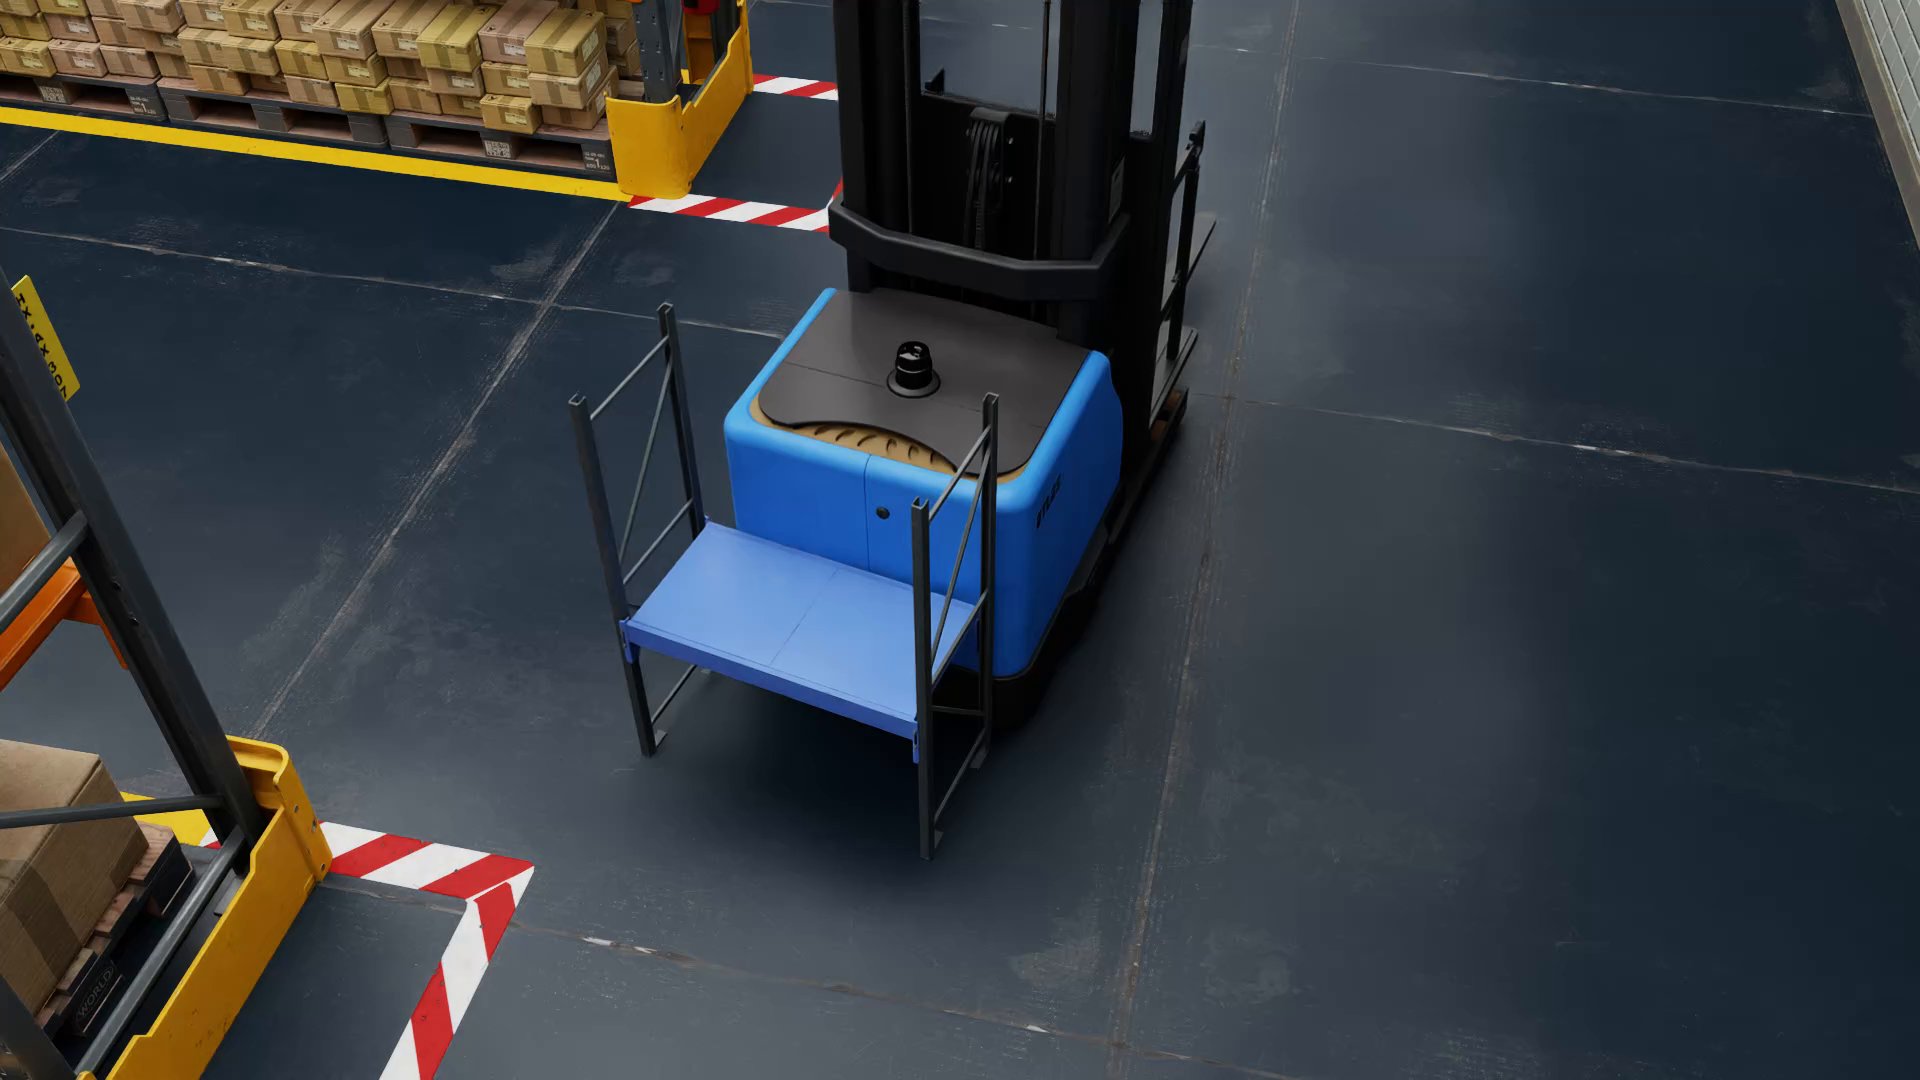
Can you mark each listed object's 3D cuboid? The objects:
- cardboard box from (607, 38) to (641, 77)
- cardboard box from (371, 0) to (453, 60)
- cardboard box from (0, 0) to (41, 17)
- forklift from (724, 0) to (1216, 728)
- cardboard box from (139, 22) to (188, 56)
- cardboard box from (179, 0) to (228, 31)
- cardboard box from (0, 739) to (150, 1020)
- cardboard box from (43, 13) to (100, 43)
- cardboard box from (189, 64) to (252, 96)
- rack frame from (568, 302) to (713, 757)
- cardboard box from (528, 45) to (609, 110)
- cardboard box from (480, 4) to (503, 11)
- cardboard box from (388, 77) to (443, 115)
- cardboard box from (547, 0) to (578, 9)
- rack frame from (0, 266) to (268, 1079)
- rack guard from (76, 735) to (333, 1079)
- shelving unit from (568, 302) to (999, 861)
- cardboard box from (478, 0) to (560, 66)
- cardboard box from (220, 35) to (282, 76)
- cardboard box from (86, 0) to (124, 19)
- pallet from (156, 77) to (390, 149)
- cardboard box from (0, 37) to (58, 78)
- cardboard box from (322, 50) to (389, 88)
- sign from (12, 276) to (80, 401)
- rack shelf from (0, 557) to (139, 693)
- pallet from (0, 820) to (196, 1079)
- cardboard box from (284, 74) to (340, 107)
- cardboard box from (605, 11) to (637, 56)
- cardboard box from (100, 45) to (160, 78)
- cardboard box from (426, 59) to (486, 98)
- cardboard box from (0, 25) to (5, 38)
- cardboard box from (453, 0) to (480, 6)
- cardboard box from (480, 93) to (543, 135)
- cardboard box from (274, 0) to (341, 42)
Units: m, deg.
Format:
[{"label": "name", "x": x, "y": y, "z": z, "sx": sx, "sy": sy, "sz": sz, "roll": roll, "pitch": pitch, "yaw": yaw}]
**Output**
[{"label": "cardboard box", "x": -1.729, "y": -2.525, "z": 8.464, "sx": 0.250, "sy": 0.149, "sz": 0.380, "roll": 10, "pitch": 45, "yaw": 10}, {"label": "cardboard box", "x": -2.611, "y": -2.465, "z": 7.971, "sx": 0.250, "sy": 0.149, "sz": 0.380, "roll": 7, "pitch": 44, "yaw": 7}, {"label": "cardboard box", "x": -4.644, "y": -2.775, "z": 8.294, "sx": 0.250, "sy": 0.149, "sz": 0.380, "roll": 11, "pitch": 45, "yaw": 11}, {"label": "forklift", "x": 0.271, "y": -1.470, "z": 5.664, "sx": 1.130, "sy": 2.935, "sz": 3.031, "roll": 15, "pitch": 46, "yaw": 15}, {"label": "cardboard box", "x": -3.869, "y": -2.580, "z": 8.306, "sx": 0.250, "sy": 0.149, "sz": 0.380, "roll": 11, "pitch": 45, "yaw": 11}, {"label": "cardboard box", "x": -3.612, "y": -2.667, "z": 8.182, "sx": 0.250, "sy": 0.149, "sz": 0.380, "roll": 7, "pitch": 44, "yaw": 7}, {"label": "cardboard box", "x": -2.935, "y": 1.000, "z": 4.593, "sx": 0.875, "sy": 0.438, "sz": 0.875, "roll": 7, "pitch": 44, "yaw": 8}, {"label": "cardboard box", "x": -4.395, "y": -2.681, "z": 8.410, "sx": 0.250, "sy": 0.149, "sz": 0.380, "roll": 9, "pitch": 45, "yaw": 9}, {"label": "cardboard box", "x": -3.630, "y": -2.393, "z": 8.327, "sx": 0.250, "sy": 0.149, "sz": 0.380, "roll": 8, "pitch": 44, "yaw": 8}, {"label": "rack frame", "x": -0.940, "y": 0.017, "z": 5.151, "sx": 0.032, "sy": 1.500, "sz": 0.500, "roll": 17, "pitch": 46, "yaw": 17}, {"label": "cardboard box", "x": -1.865, "y": -2.223, "z": 7.935, "sx": 0.250, "sy": 0.149, "sz": 0.380, "roll": 8, "pitch": 44, "yaw": 8}, {"label": "cardboard box", "x": -2.255, "y": -2.646, "z": 8.375, "sx": 0.250, "sy": 0.149, "sz": 0.380, "roll": 9, "pitch": 45, "yaw": 10}, {"label": "cardboard box", "x": -2.602, "y": -2.265, "z": 8.193, "sx": 0.250, "sy": 0.149, "sz": 0.380, "roll": 9, "pitch": 45, "yaw": 9}, {"label": "cardboard box", "x": -2.020, "y": -2.713, "z": 8.230, "sx": 0.250, "sy": 0.149, "sz": 0.380, "roll": 10, "pitch": 45, "yaw": 10}, {"label": "rack frame", "x": -2.269, "y": 0.260, "z": 3.817, "sx": 0.127, "sy": 3.000, "sz": 1.000, "roll": 9, "pitch": 45, "yaw": 9}, {"label": "rack guard", "x": -2.246, "y": 1.164, "z": 4.680, "sx": 0.348, "sy": 0.500, "sz": 1.175, "roll": 9, "pitch": 45, "yaw": 9}, {"label": "shelving unit", "x": -0.475, "y": 0.159, "z": 5.003, "sx": 1.048, "sy": 1.500, "sz": 0.538, "roll": 17, "pitch": 46, "yaw": 17}, {"label": "cardboard box", "x": -2.092, "y": -2.429, "z": 7.935, "sx": 0.250, "sy": 0.149, "sz": 0.380, "roll": 10, "pitch": 45, "yaw": 10}, {"label": "cardboard box", "x": -3.401, "y": -2.445, "z": 8.165, "sx": 0.250, "sy": 0.149, "sz": 0.380, "roll": 9, "pitch": 45, "yaw": 9}, {"label": "cardboard box", "x": -4.127, "y": -2.746, "z": 8.264, "sx": 0.250, "sy": 0.149, "sz": 0.380, "roll": 8, "pitch": 44, "yaw": 8}, {"label": "pallet", "x": -3.333, "y": -2.445, "z": 8.638, "sx": 1.213, "sy": 0.211, "sz": 1.003, "roll": 9, "pitch": 45, "yaw": 9}, {"label": "cardboard box", "x": -4.646, "y": -2.522, "z": 8.460, "sx": 0.250, "sy": 0.149, "sz": 0.380, "roll": 10, "pitch": 45, "yaw": 10}, {"label": "cardboard box", "x": -2.880, "y": -2.370, "z": 8.088, "sx": 0.250, "sy": 0.149, "sz": 0.380, "roll": 9, "pitch": 45, "yaw": 10}, {"label": "sign", "x": -2.142, "y": -0.455, "z": 3.878, "sx": 0.005, "sy": 0.325, "sz": 0.100, "roll": 9, "pitch": 45, "yaw": 9}, {"label": "rack shelf", "x": -4.221, "y": 0.216, "z": 4.381, "sx": 4.000, "sy": 0.370, "sz": 1.077, "roll": 9, "pitch": 45, "yaw": 9}, {"label": "pallet", "x": -3.067, "y": 1.197, "z": 4.855, "sx": 1.213, "sy": 0.211, "sz": 1.003, "roll": 9, "pitch": 45, "yaw": 9}, {"label": "cardboard box", "x": -3.127, "y": -2.316, "z": 8.246, "sx": 0.250, "sy": 0.149, "sz": 0.380, "roll": 10, "pitch": 45, "yaw": 10}, {"label": "cardboard box", "x": -1.742, "y": -2.590, "z": 8.316, "sx": 0.250, "sy": 0.149, "sz": 0.380, "roll": 11, "pitch": 45, "yaw": 11}, {"label": "cardboard box", "x": -4.133, "y": -2.515, "z": 8.453, "sx": 0.250, "sy": 0.149, "sz": 0.380, "roll": 8, "pitch": 44, "yaw": 8}, {"label": "cardboard box", "x": -2.372, "y": -2.301, "z": 8.016, "sx": 0.250, "sy": 0.149, "sz": 0.380, "roll": 7, "pitch": 44, "yaw": 7}, {"label": "cardboard box", "x": -4.907, "y": -2.671, "z": 8.400, "sx": 0.250, "sy": 0.149, "sz": 0.380, "roll": 11, "pitch": 45, "yaw": 11}, {"label": "cardboard box", "x": -2.498, "y": -2.820, "z": 8.340, "sx": 0.250, "sy": 0.149, "sz": 0.380, "roll": 7, "pitch": 44, "yaw": 7}, {"label": "cardboard box", "x": -2.119, "y": -2.138, "z": 8.061, "sx": 0.250, "sy": 0.149, "sz": 0.380, "roll": 10, "pitch": 45, "yaw": 10}, {"label": "cardboard box", "x": -3.118, "y": -2.583, "z": 8.094, "sx": 0.250, "sy": 0.149, "sz": 0.380, "roll": 7, "pitch": 44, "yaw": 8}]
